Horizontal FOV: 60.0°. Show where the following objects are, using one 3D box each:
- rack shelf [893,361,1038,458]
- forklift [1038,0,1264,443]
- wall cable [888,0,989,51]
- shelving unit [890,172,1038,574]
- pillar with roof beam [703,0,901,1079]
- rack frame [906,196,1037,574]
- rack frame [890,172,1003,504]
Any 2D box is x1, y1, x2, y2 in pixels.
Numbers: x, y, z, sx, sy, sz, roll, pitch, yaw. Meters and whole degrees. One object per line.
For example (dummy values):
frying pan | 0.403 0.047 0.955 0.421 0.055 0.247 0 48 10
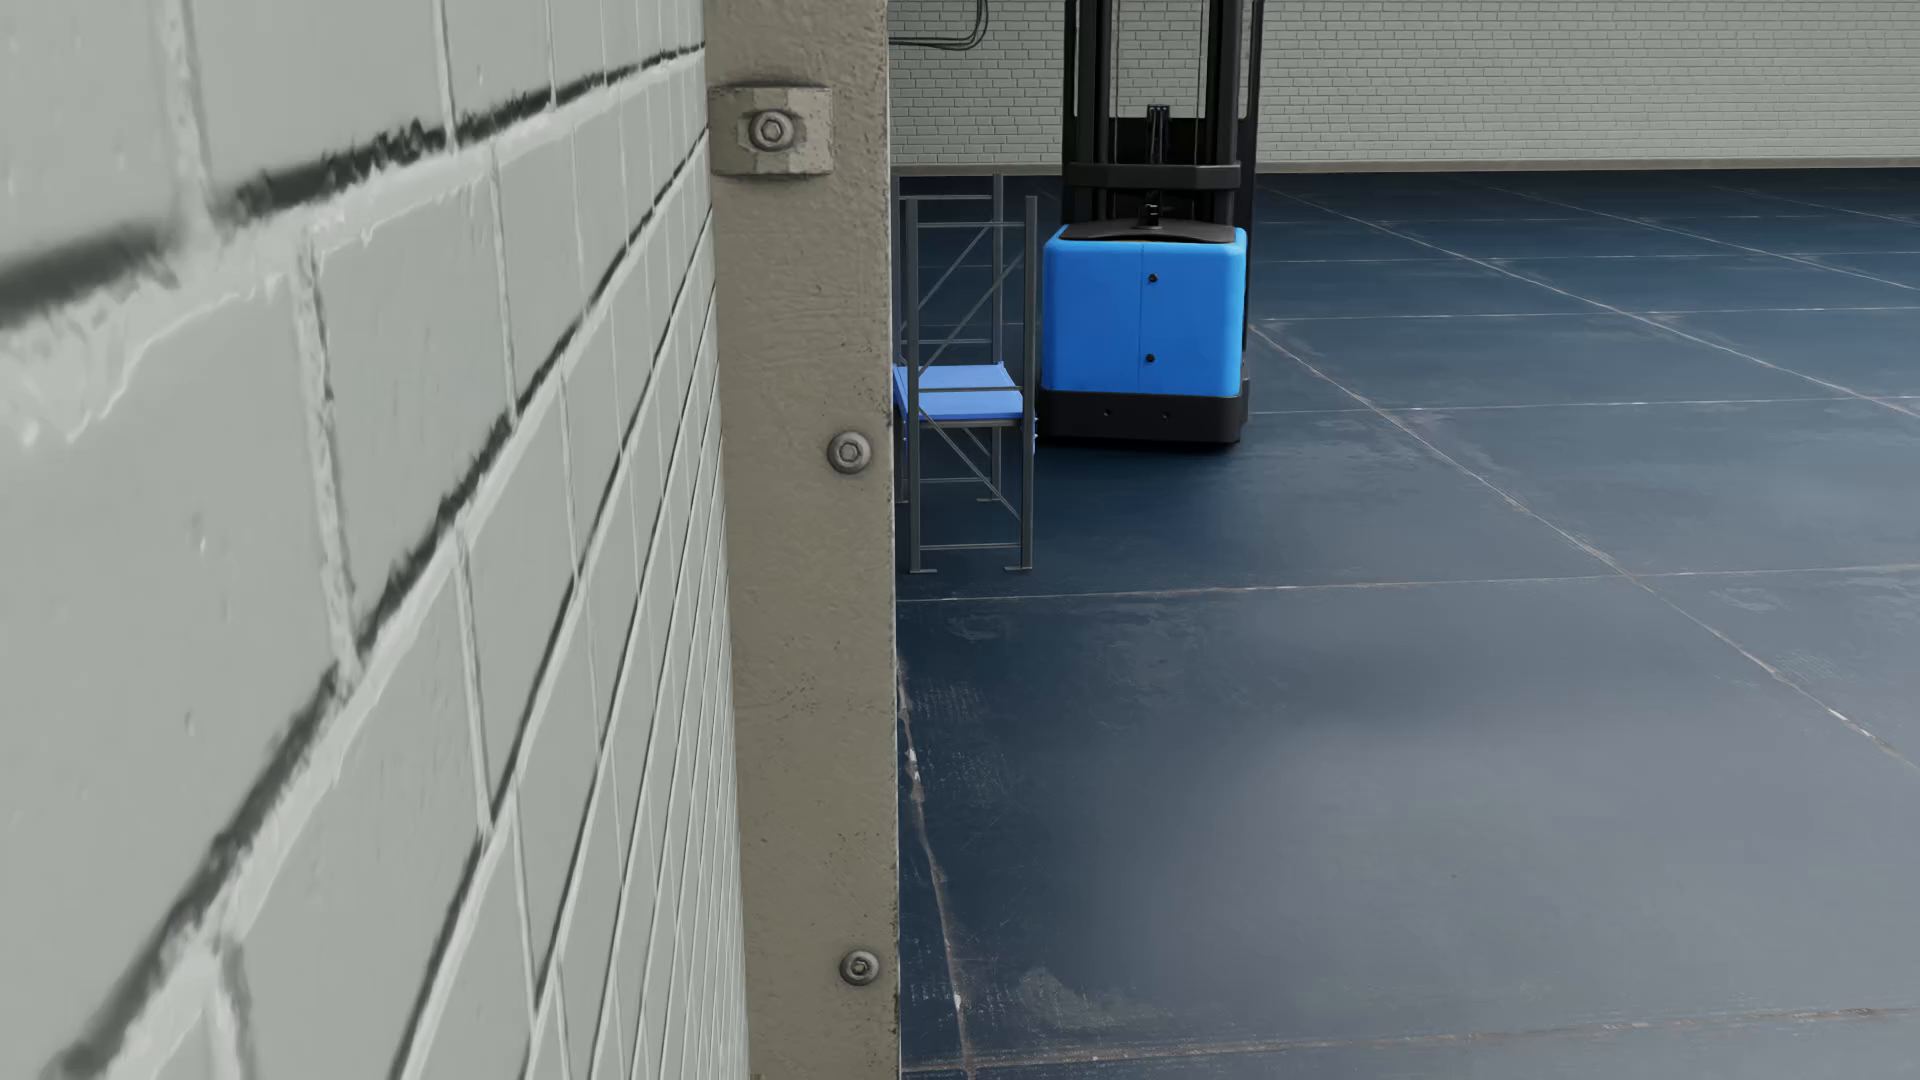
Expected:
rack shelf | -0.009 -0.569 7.087 0.538 0.185 1.000 -2 18 -6
forklift | 1.161 -2.296 9.596 1.130 2.935 3.031 3 18 9
wall cable | -1.137 -7.952 22.668 3.097 2.526 0.112 -2 18 -6
shelving unit | -0.009 -0.741 7.033 0.538 1.500 1.048 -2 18 -6
pillar with roof beam | 3.990 -3.285 2.618 9.100 9.000 0.400 -2 18 -6
rack frame | 0.044 -0.590 6.551 0.500 1.500 0.032 -2 18 -6
rack frame | -0.061 -0.892 7.516 0.500 1.500 0.032 -2 18 -6
